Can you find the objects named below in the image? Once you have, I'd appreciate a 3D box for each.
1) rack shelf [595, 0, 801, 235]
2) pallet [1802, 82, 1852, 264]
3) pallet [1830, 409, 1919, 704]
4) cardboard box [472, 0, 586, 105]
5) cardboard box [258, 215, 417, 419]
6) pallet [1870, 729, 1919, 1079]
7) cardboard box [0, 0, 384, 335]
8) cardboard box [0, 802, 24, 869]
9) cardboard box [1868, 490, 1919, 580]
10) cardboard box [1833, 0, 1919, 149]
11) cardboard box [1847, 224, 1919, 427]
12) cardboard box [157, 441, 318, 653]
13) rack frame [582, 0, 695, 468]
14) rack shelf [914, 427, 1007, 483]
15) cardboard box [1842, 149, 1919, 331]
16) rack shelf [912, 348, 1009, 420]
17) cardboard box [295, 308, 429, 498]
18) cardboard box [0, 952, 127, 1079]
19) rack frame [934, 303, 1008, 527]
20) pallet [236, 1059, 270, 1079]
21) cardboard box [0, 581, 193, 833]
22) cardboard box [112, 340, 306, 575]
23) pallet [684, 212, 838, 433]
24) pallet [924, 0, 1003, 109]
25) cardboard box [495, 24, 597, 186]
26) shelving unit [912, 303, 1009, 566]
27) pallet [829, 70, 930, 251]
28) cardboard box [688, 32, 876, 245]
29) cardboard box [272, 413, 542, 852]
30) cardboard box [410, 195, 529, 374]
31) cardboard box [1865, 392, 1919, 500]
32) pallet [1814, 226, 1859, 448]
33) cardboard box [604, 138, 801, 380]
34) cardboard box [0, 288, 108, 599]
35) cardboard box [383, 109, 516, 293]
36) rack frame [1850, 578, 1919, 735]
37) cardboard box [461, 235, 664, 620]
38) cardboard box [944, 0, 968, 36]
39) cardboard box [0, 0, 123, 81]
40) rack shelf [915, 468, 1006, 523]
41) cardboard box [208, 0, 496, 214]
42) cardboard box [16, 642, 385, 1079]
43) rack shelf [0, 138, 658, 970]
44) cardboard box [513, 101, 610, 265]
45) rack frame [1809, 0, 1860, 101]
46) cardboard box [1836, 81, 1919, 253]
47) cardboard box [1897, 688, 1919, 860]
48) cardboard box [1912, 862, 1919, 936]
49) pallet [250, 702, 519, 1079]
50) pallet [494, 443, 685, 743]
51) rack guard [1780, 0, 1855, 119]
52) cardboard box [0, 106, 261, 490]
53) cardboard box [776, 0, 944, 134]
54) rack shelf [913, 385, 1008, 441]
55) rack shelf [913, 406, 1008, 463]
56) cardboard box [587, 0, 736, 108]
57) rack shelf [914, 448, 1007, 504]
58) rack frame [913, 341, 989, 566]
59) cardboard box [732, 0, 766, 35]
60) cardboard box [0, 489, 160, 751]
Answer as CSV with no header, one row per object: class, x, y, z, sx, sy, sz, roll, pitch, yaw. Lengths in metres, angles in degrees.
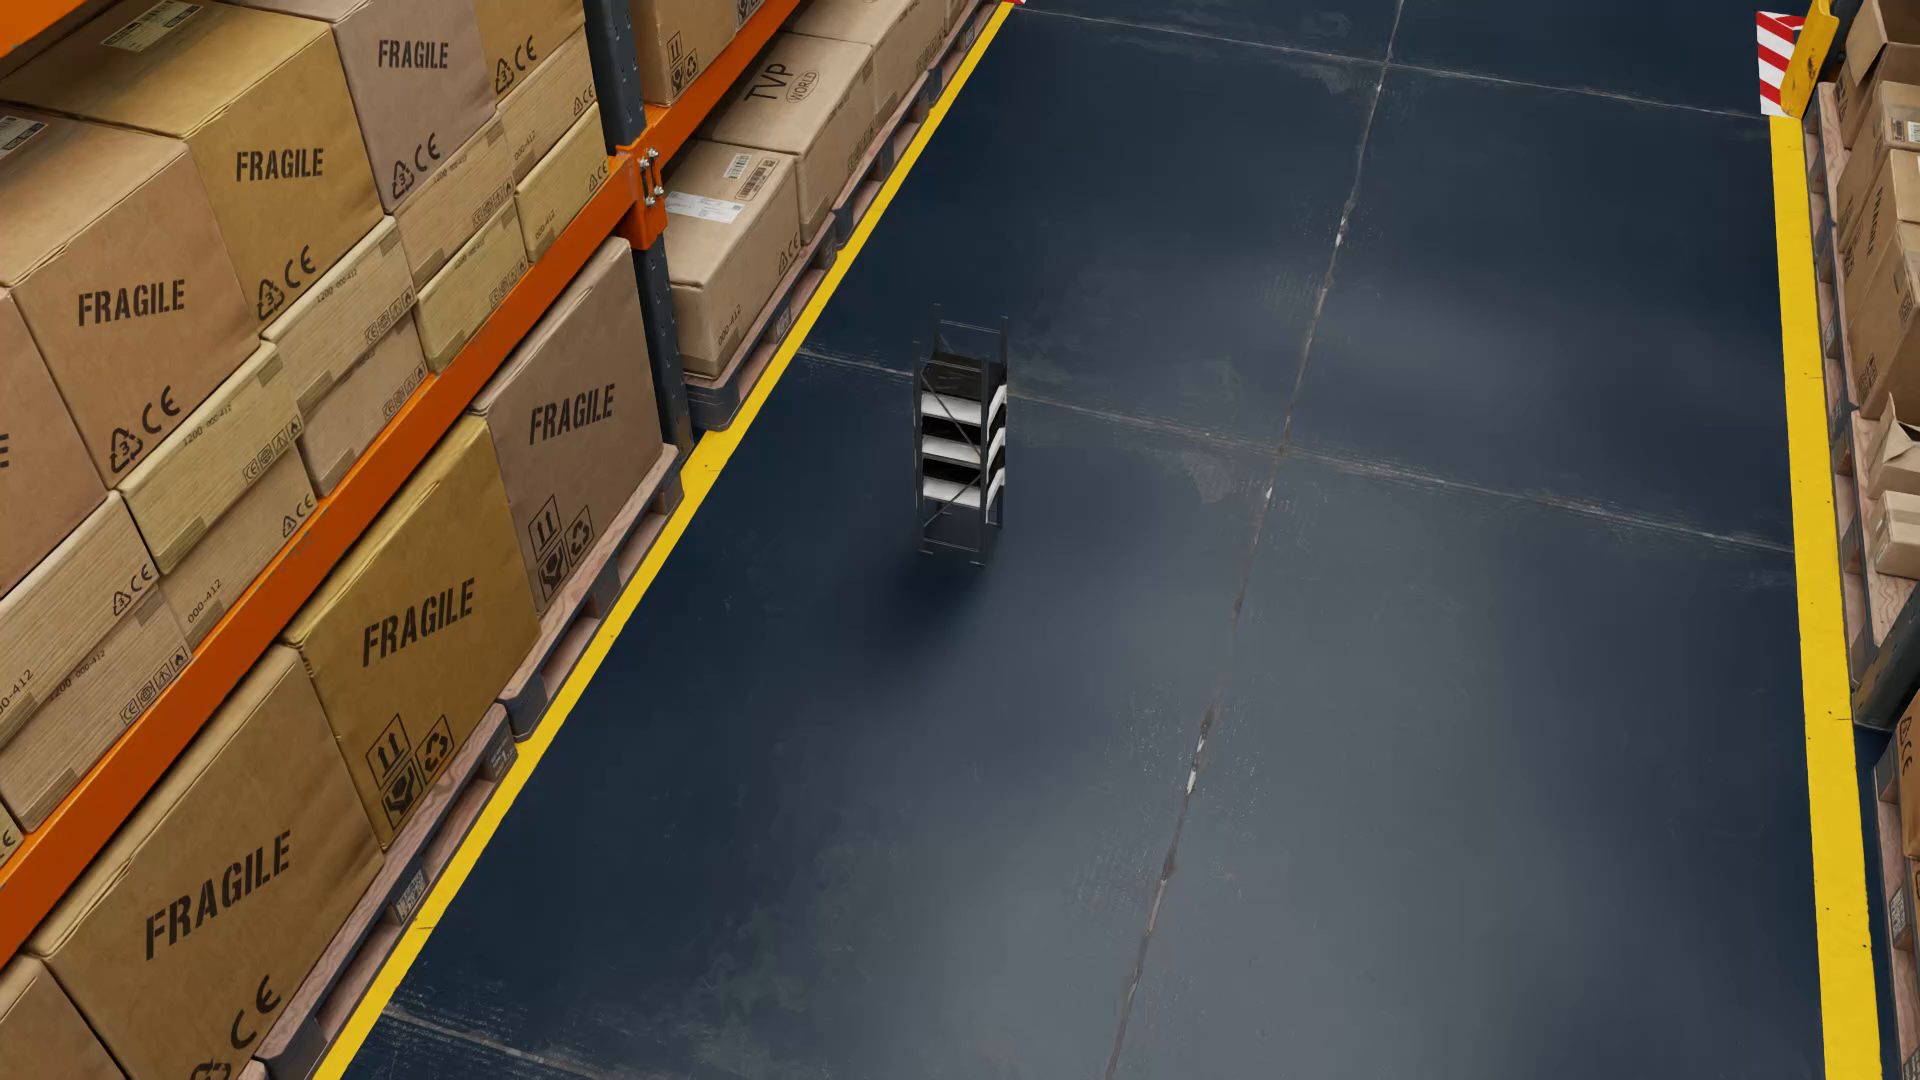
rack shelf,-0.861,-2.555,6.730,1.077,0.370,4.000,13,46,13
pallet,4.213,-1.517,7.150,1.003,0.211,1.213,13,46,13
pallet,3.474,0.109,5.487,1.003,0.211,1.213,13,46,13
cardboard box,-1.363,-1.521,4.373,0.500,0.500,0.500,14,46,14
cardboard box,-1.664,-0.577,3.945,0.500,0.250,0.500,14,46,13
pallet,3.055,1.117,4.458,1.003,0.211,1.213,13,46,13
cardboard box,-1.684,-0.841,3.678,0.500,0.500,0.500,14,46,14
cardboard box,-2.151,0.622,3.077,0.500,0.250,0.500,11,46,11
cardboard box,3.154,0.005,5.338,0.380,0.149,0.250,11,45,11
cardboard box,4.201,-1.966,7.099,0.797,0.503,0.637,11,45,11
cardboard box,3.591,-0.712,5.819,0.700,0.500,0.500,11,45,11
cardboard box,-1.841,-0.056,3.770,0.500,0.250,0.500,13,46,13
rack frame,-1.467,-1.479,5.116,1.000,3.000,0.127,13,46,13
rack shelf,0.002,-0.303,5.464,0.258,0.077,0.200,13,46,12
cardboard box,3.650,-1.072,6.188,0.500,0.500,0.500,13,46,13
rack shelf,0.002,-0.496,5.275,0.258,0.077,0.200,13,46,12
cardboard box,-1.688,-0.401,4.122,0.500,0.250,0.500,11,46,11
cardboard box,-2.390,1.354,3.440,0.875,0.875,0.875,12,46,12
rack frame,0.033,-0.395,5.510,0.240,0.900,0.006,13,46,12
pallet,-2.367,1.675,3.888,1.003,0.211,1.213,13,46,13
cardboard box,-1.987,0.274,3.433,0.500,0.250,0.500,14,46,14
cardboard box,-1.803,-0.232,3.592,0.500,0.250,0.500,13,46,13
pallet,-1.162,-0.972,6.593,1.003,0.211,1.213,13,46,13
pallet,-0.423,-2.599,8.255,1.003,0.211,1.213,13,46,13
cardboard box,-1.368,-1.258,4.641,0.500,0.250,0.500,12,46,12
shelving unit,0.002,-0.327,5.441,0.258,0.900,0.210,13,46,12
pallet,-0.794,-1.788,7.426,1.003,0.211,1.213,13,46,12
cardboard box,-0.904,-1.706,6.880,0.875,0.438,0.875,11,45,11
cardboard box,-1.844,0.165,4.656,0.875,0.875,0.875,14,46,14
cardboard box,-1.517,-0.733,4.462,0.500,0.250,0.500,12,46,12
cardboard box,3.262,-0.274,5.540,0.396,0.266,0.258,14,46,14
pallet,3.842,-0.706,6.321,1.003,0.211,1.213,13,46,13
cardboard box,-1.174,-1.109,6.270,0.875,0.438,0.875,12,46,12
cardboard box,-1.983,-0.157,2.979,0.500,0.500,0.500,14,46,14
cardboard box,-1.513,-0.924,4.299,0.500,0.250,0.500,14,46,13
rack frame,3.265,-0.430,4.045,1.000,3.000,0.127,13,46,13
cardboard box,-1.578,-0.439,5.273,0.875,0.875,0.875,14,46,14
cardboard box,-0.360,-2.918,8.119,0.875,0.438,0.875,11,45,11
cardboard box,-2.156,-0.961,3.801,0.500,0.500,0.500,11,46,12
rack shelf,0.002,-0.175,5.590,0.258,0.077,0.200,13,46,12
cardboard box,-1.512,-1.174,4.019,0.500,0.500,0.500,13,46,13
cardboard box,-2.115,0.760,4.047,0.875,0.875,0.875,13,46,13
rack shelf,-2.072,0.112,4.006,1.077,0.370,4.000,13,46,13
cardboard box,-1.362,-1.073,4.809,0.500,0.250,0.500,12,46,12
rack frame,4.477,-3.096,6.769,1.000,3.000,0.127,13,46,13
cardboard box,3.905,-1.404,6.527,0.700,0.500,0.500,14,46,14
cardboard box,2.904,0.588,4.491,0.500,0.500,0.500,14,46,14
cardboard box,2.752,0.945,4.126,0.500,0.500,0.500,12,46,12
pallet,-1.996,0.864,4.716,1.003,0.211,1.213,13,46,13
pallet,-1.628,0.048,5.550,1.003,0.211,1.213,13,46,13
rack guard,4.454,-2.152,7.592,1.175,0.500,0.348,13,46,13
cardboard box,-1.827,-0.492,3.322,0.500,0.500,0.500,13,46,13
cardboard box,-0.629,-2.306,7.494,0.875,0.438,0.875,14,46,14
rack shelf,0.002,-0.432,5.338,0.258,0.077,0.200,13,46,12
rack shelf,0.002,-0.368,5.401,0.258,0.077,0.200,13,46,12
cardboard box,-1.075,-1.772,5.344,0.500,0.500,0.500,14,46,14
rack shelf,0.002,-0.239,5.527,0.258,0.077,0.200,13,46,12
rack frame,-0.028,-0.259,5.372,0.240,0.900,0.006,13,46,12
cardboard box,-0.919,-2.106,5.686,0.500,0.500,0.500,13,46,13
cardboard box,-1.969,0.103,3.250,0.500,0.250,0.500,12,46,12
